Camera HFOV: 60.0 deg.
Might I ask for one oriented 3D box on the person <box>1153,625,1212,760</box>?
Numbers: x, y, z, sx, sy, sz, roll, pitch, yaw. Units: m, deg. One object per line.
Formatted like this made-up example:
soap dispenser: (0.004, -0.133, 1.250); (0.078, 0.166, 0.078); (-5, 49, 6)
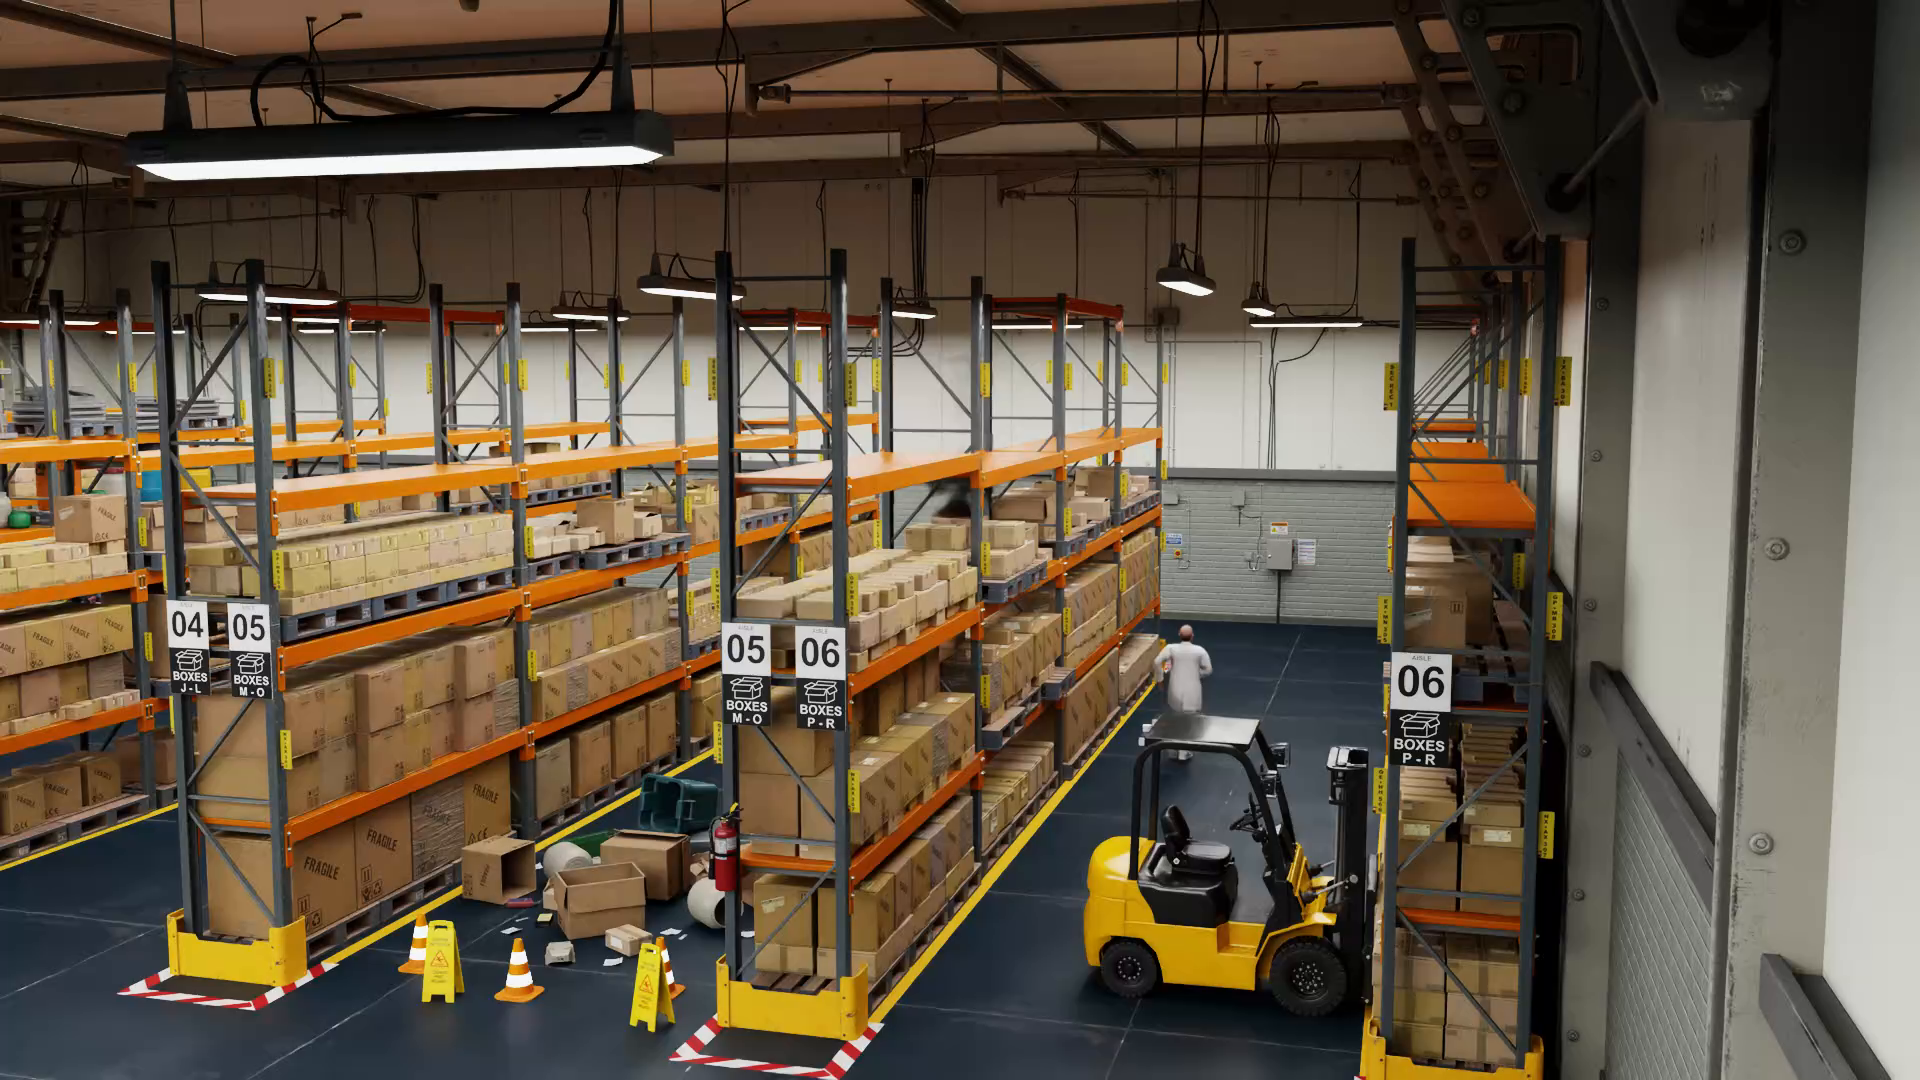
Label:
person: (2.935, 1.997, 21.800); (0.741, 1.795, 0.735); (2, 6, 18)
